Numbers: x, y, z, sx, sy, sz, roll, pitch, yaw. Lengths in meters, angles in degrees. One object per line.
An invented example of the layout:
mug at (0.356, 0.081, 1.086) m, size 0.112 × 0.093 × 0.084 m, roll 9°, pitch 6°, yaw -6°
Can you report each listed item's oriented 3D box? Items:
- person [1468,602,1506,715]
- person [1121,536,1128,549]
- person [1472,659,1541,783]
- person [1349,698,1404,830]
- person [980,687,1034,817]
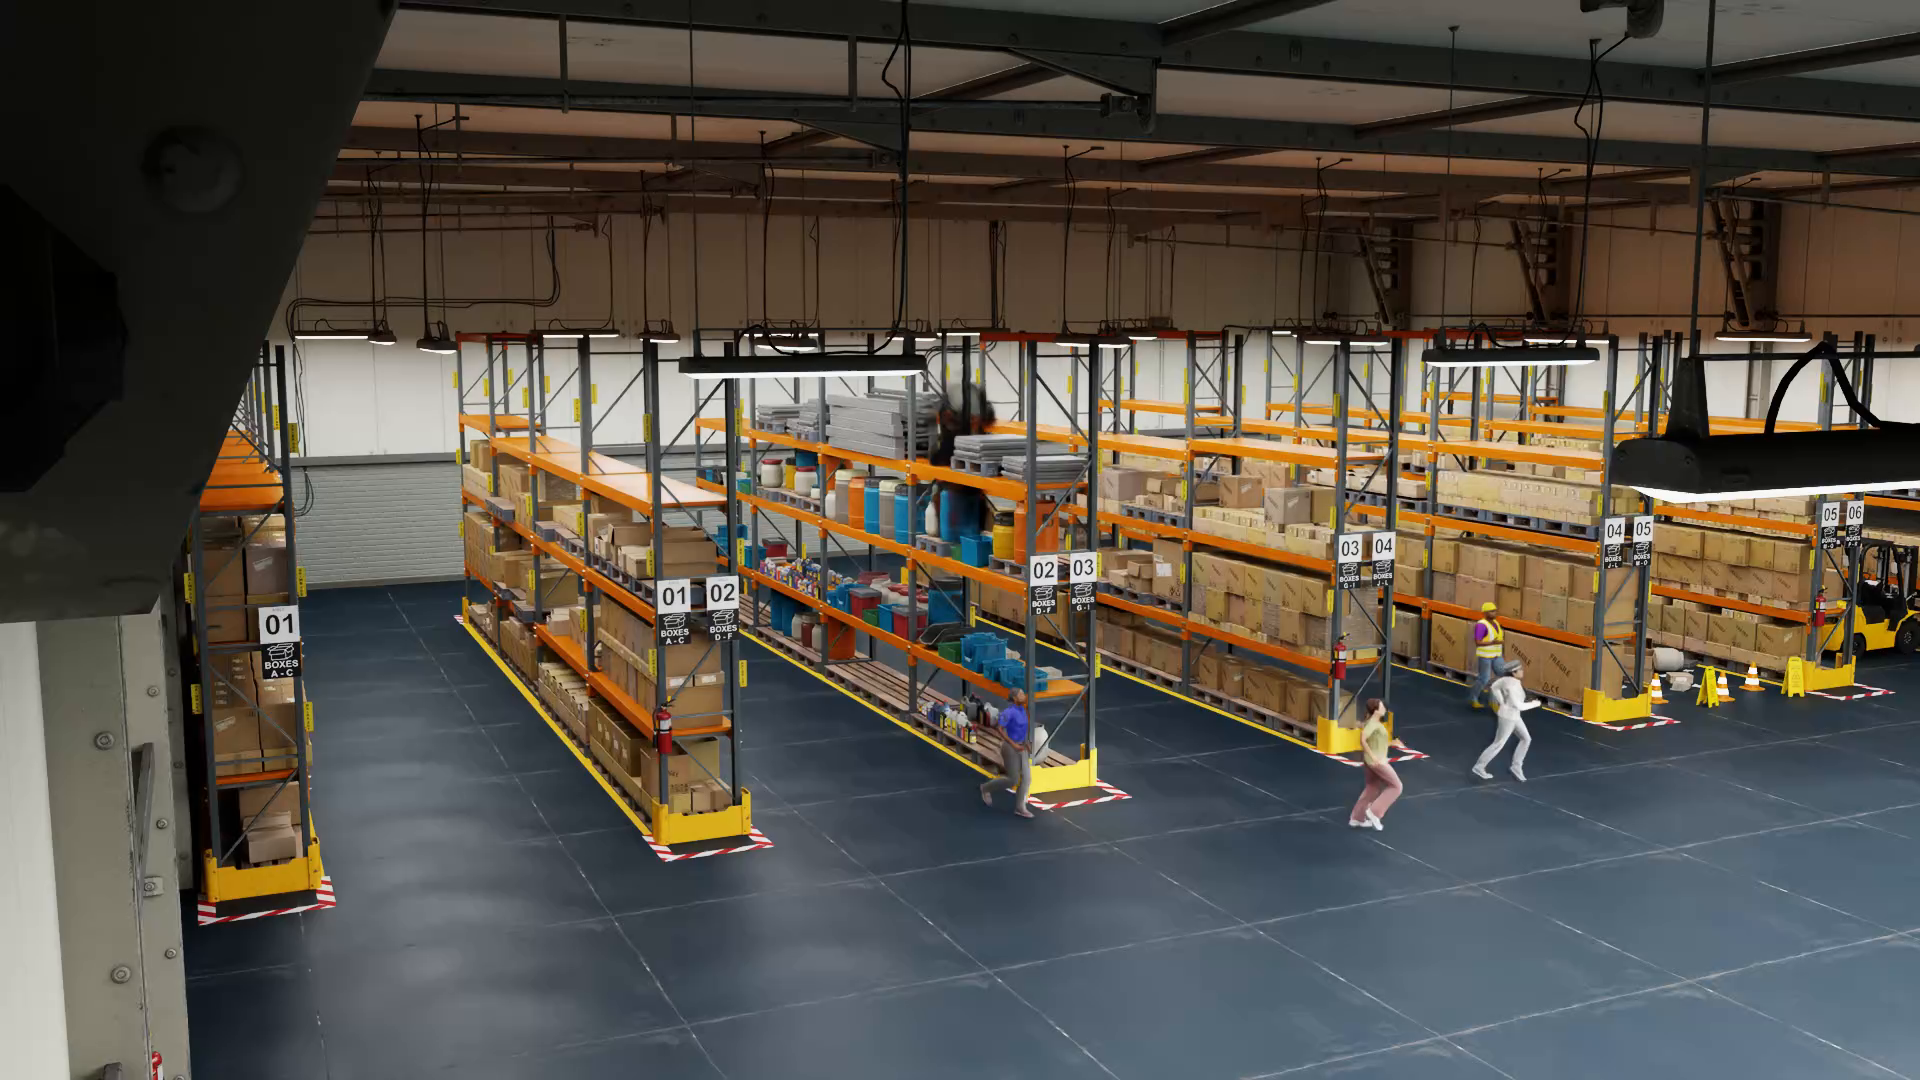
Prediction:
person at (8.453, 1.895, 26.523) m, size 0.672 × 1.820 × 0.708 m, roll -5°, pitch 9°, yaw -32°
person at (4.227, -0.141, 42.208) m, size 0.523 × 1.587 × 0.715 m, roll 5°, pitch 9°, yaw 30°
person at (7.442, 2.456, 22.634) m, size 0.865 × 1.729 × 0.623 m, roll 2°, pitch 8°, yaw 15°
person at (5.138, 2.749, 20.477) m, size 0.638 × 1.641 × 0.550 m, roll 0°, pitch 8°, yaw 1°
person at (0.703, 2.680, 21.298) m, size 0.763 × 1.599 × 0.633 m, roll 4°, pitch 9°, yaw 30°
